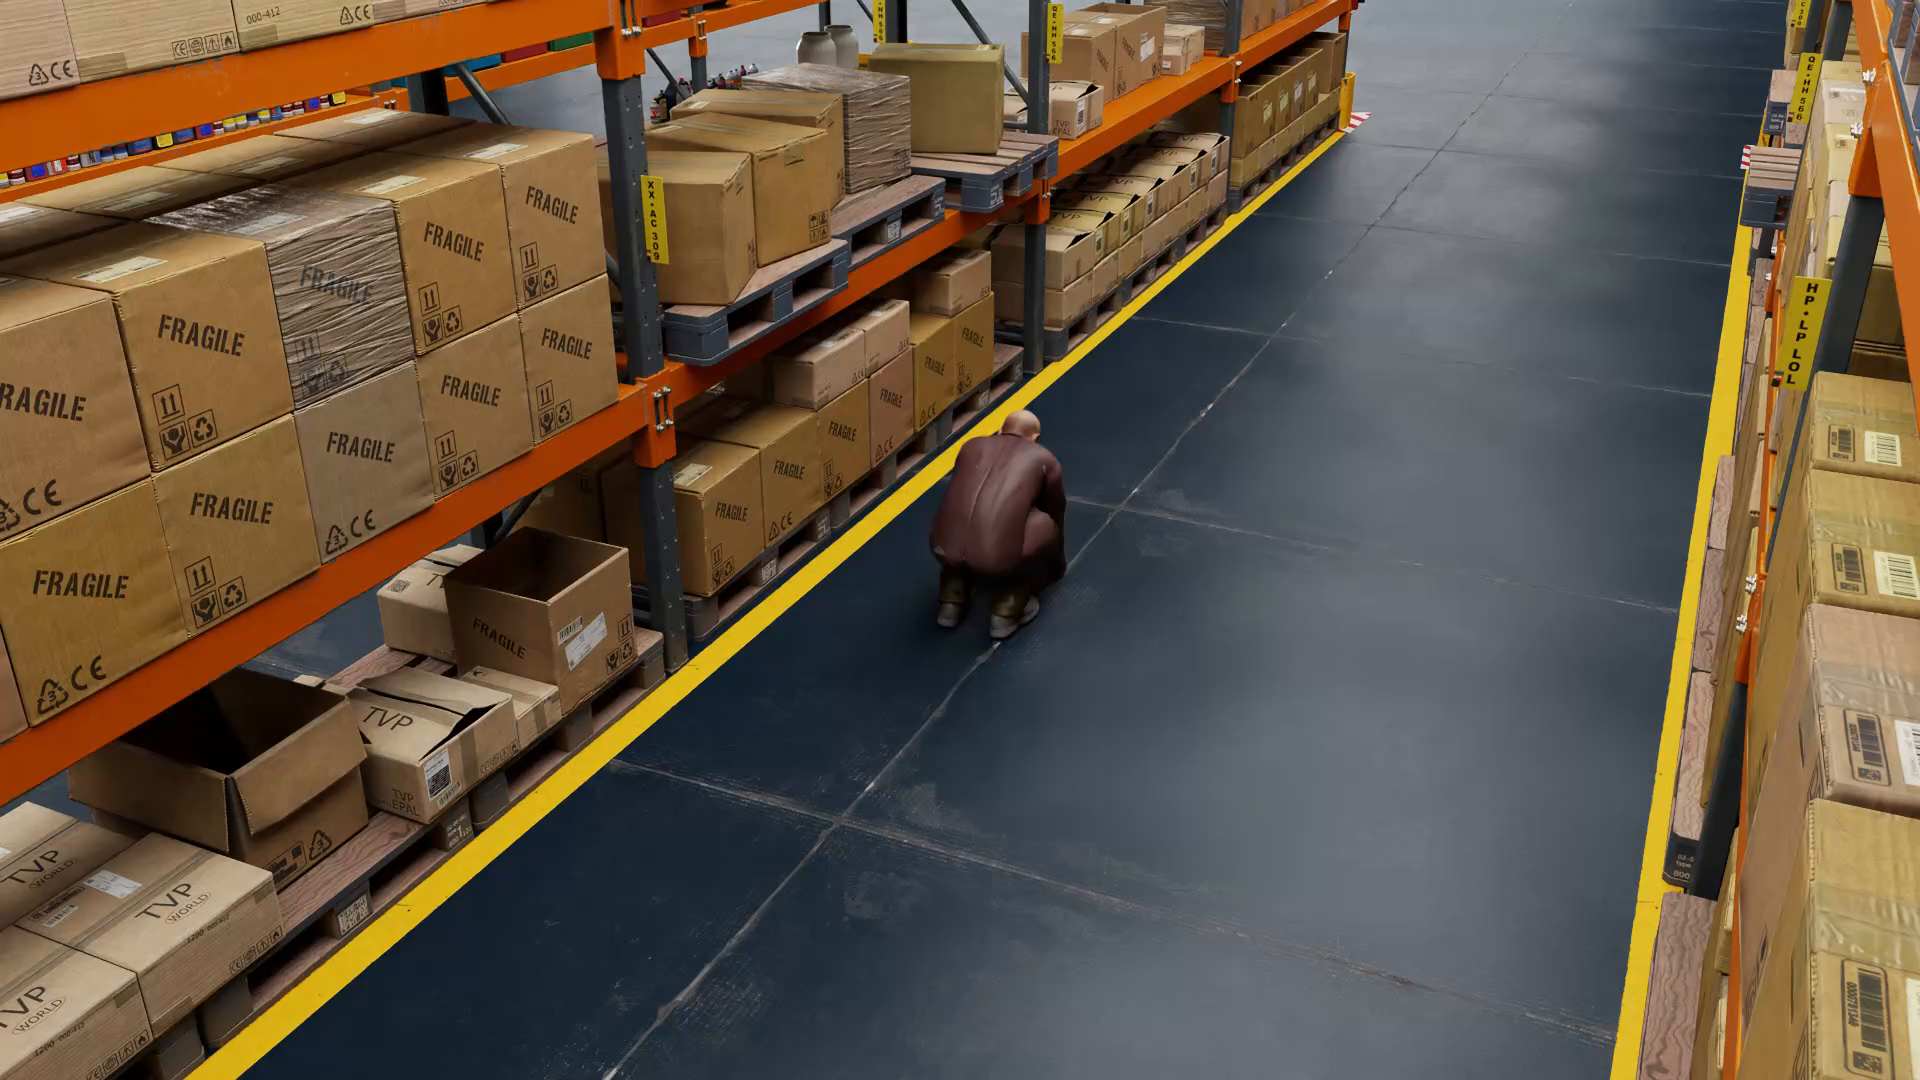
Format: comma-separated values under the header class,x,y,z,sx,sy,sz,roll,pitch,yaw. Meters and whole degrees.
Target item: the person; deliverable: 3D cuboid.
class,x,y,z,sx,sy,sz,roll,pitch,yaw
person,0.183,-0.029,7.433,0.580,0.844,0.921,11,28,21
